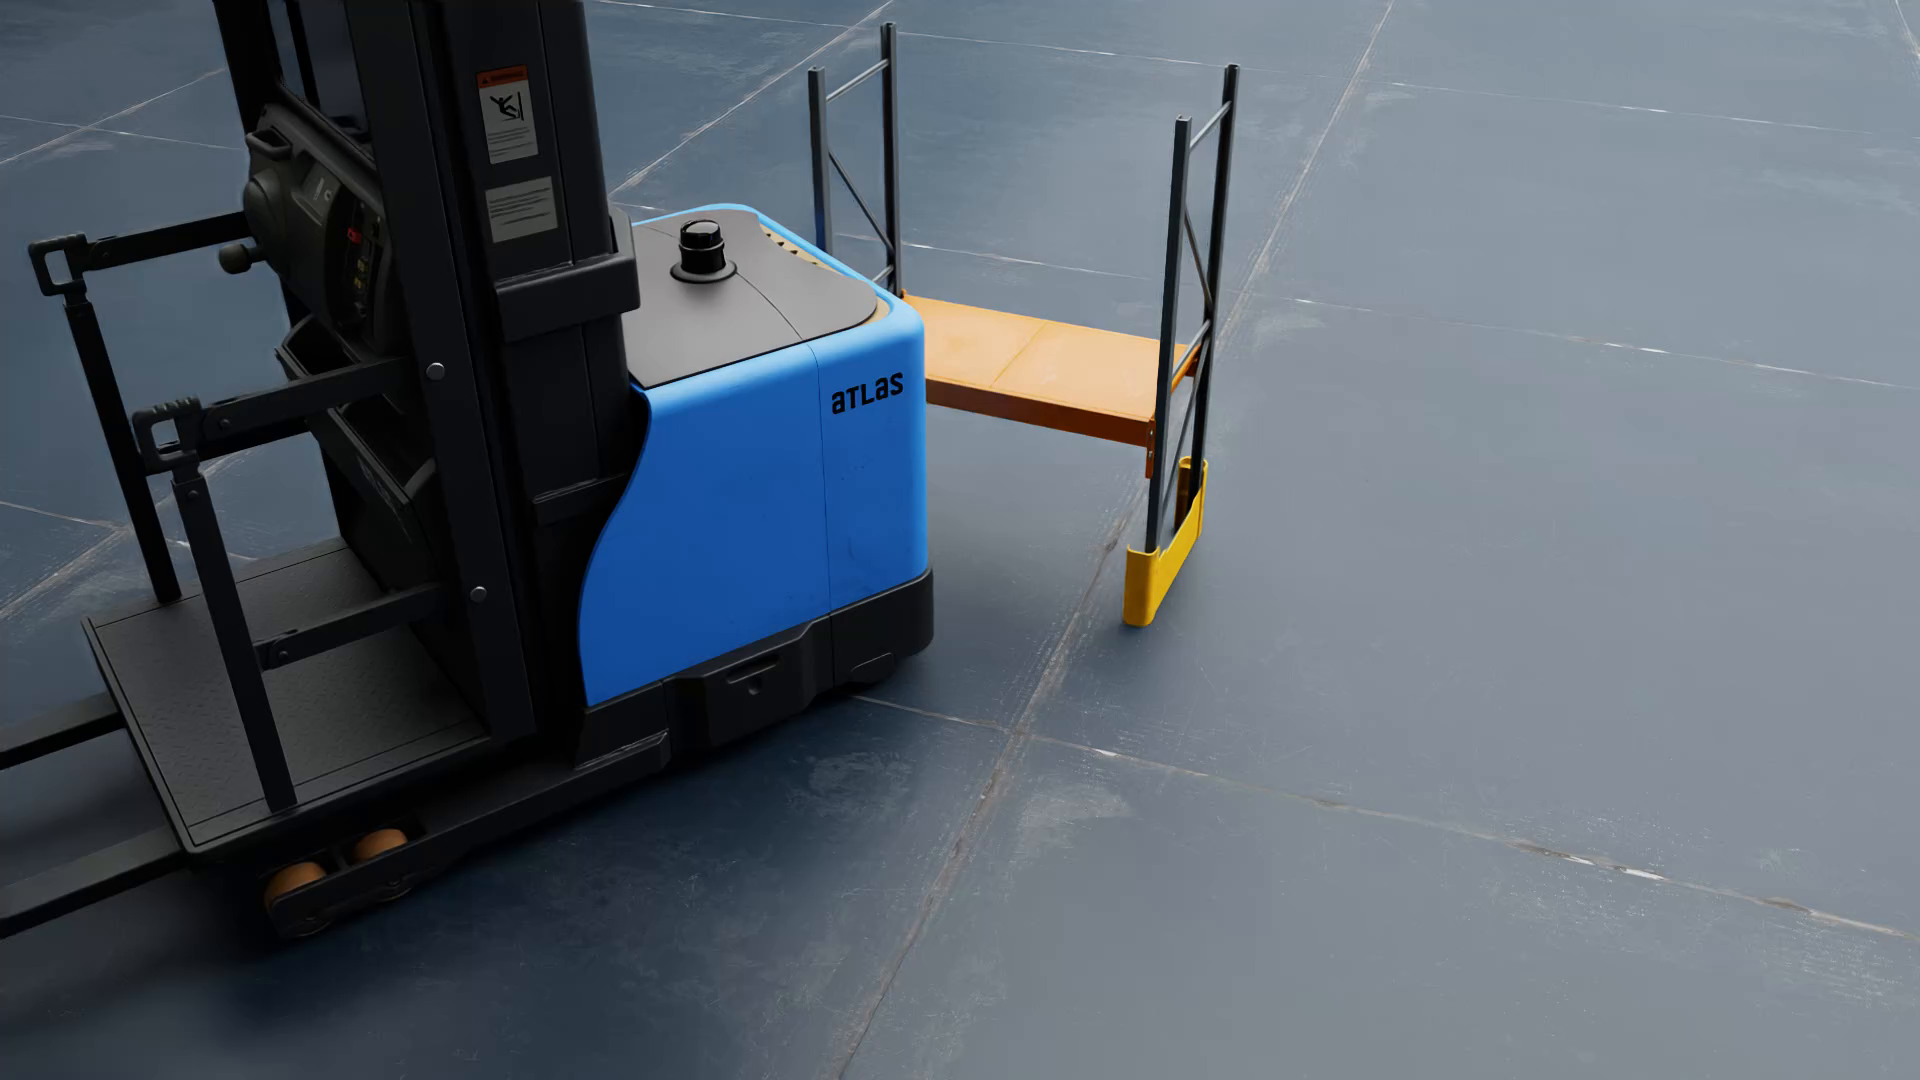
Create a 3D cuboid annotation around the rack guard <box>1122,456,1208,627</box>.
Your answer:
[{"bbox_3d":[0.623,-0.004,5.026,0.087,0.250,0.587,13,35,19],"label":"rack guard"}]

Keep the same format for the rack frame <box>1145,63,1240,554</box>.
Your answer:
[{"bbox_3d":[0.641,-0.525,4.680,0.032,1.500,0.500,13,35,19],"label":"rack frame"}]

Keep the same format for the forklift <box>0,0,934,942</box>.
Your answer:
[{"bbox_3d":[-1.570,-0.646,3.548,3.031,2.935,1.130,-21,38,-29],"label":"forklift"}]

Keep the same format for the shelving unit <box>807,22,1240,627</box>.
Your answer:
[{"bbox_3d":[0.165,-0.635,4.850,1.083,1.500,0.587,13,35,19],"label":"shelving unit"}]

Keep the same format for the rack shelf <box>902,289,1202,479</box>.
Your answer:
[{"bbox_3d":[0.173,-0.482,4.945,1.000,0.185,0.538,13,35,19],"label":"rack shelf"}]

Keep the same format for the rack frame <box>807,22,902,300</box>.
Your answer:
[{"bbox_3d":[-0.295,-0.740,5.014,0.032,1.500,0.500,13,35,19],"label":"rack frame"}]
